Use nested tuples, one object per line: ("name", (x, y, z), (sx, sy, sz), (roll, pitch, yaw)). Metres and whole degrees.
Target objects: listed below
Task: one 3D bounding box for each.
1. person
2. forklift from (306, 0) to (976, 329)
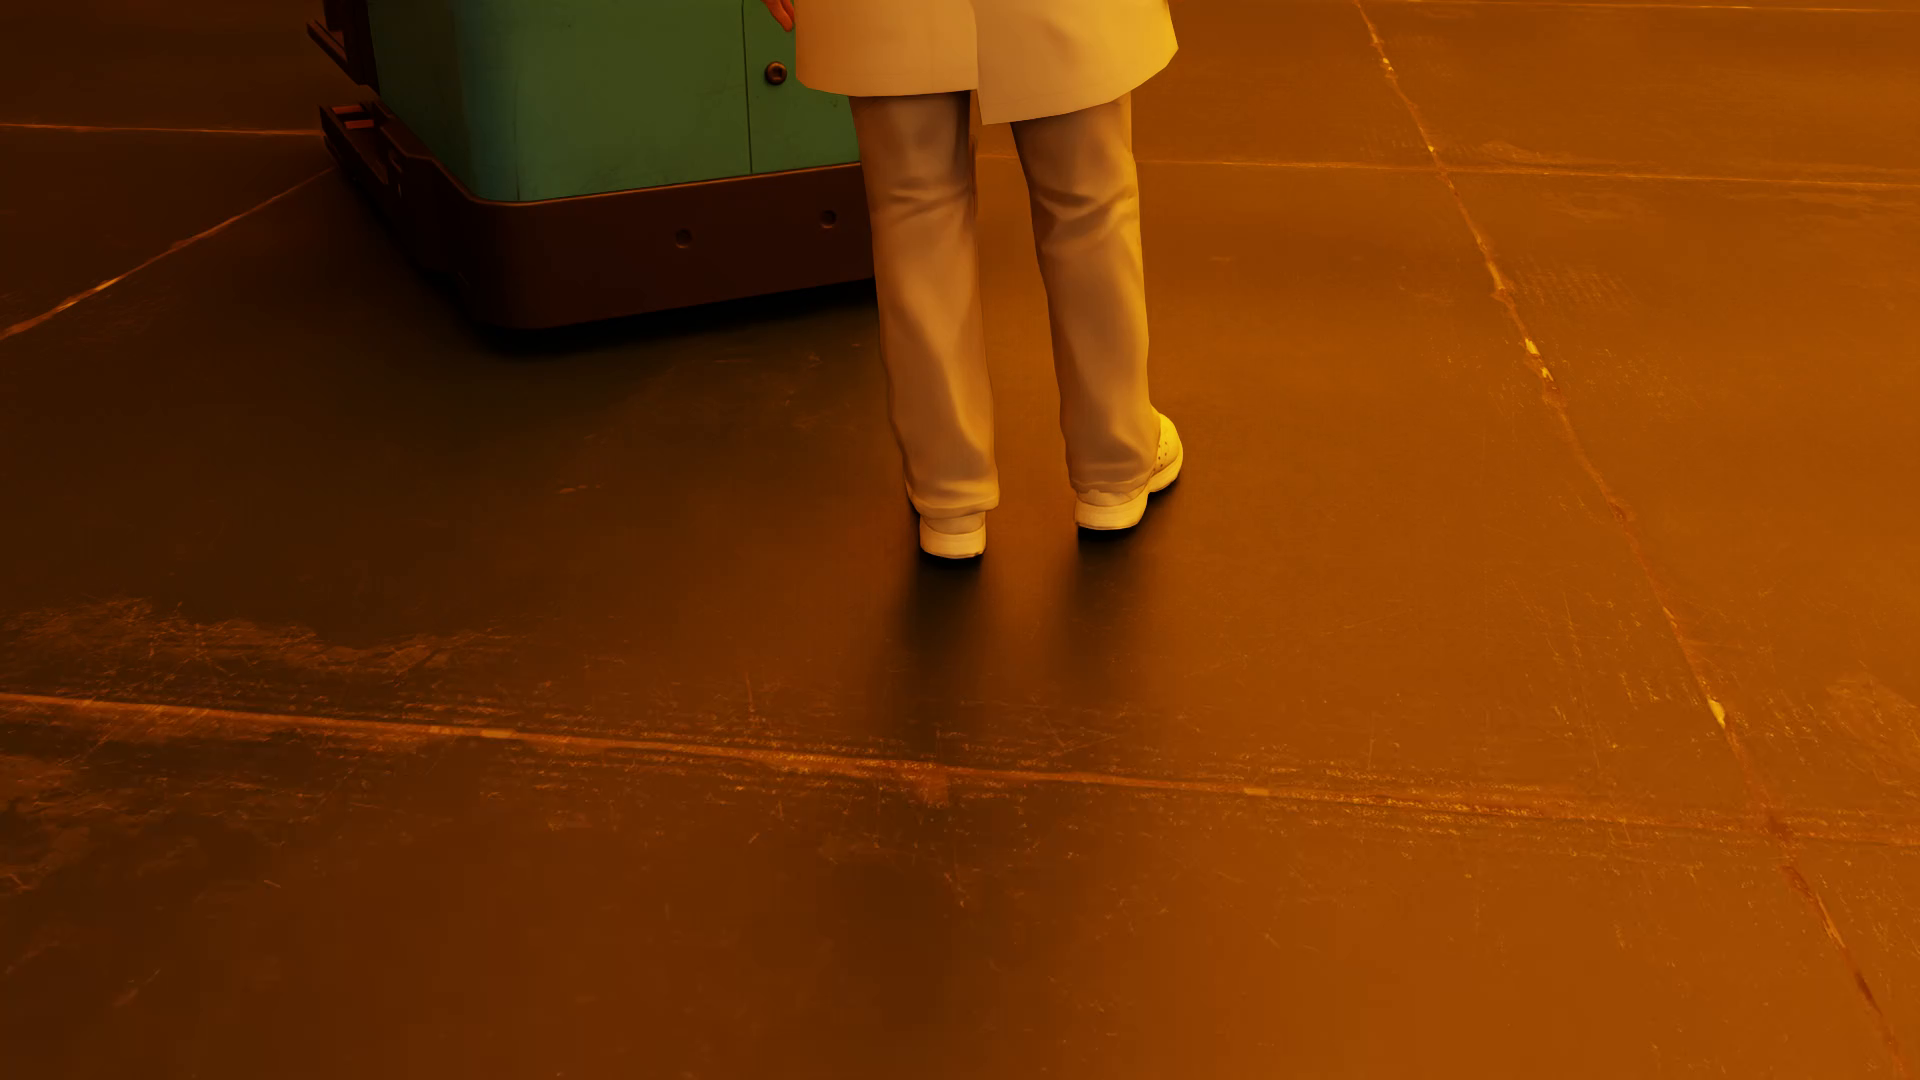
("person", (0.017, -0.842, 2.179), (0.694, 1.776, 0.581), (3, 27, 7))
("forklift", (-1.090, -2.335, 3.897), (1.130, 2.935, 3.031), (-13, 29, -24))
